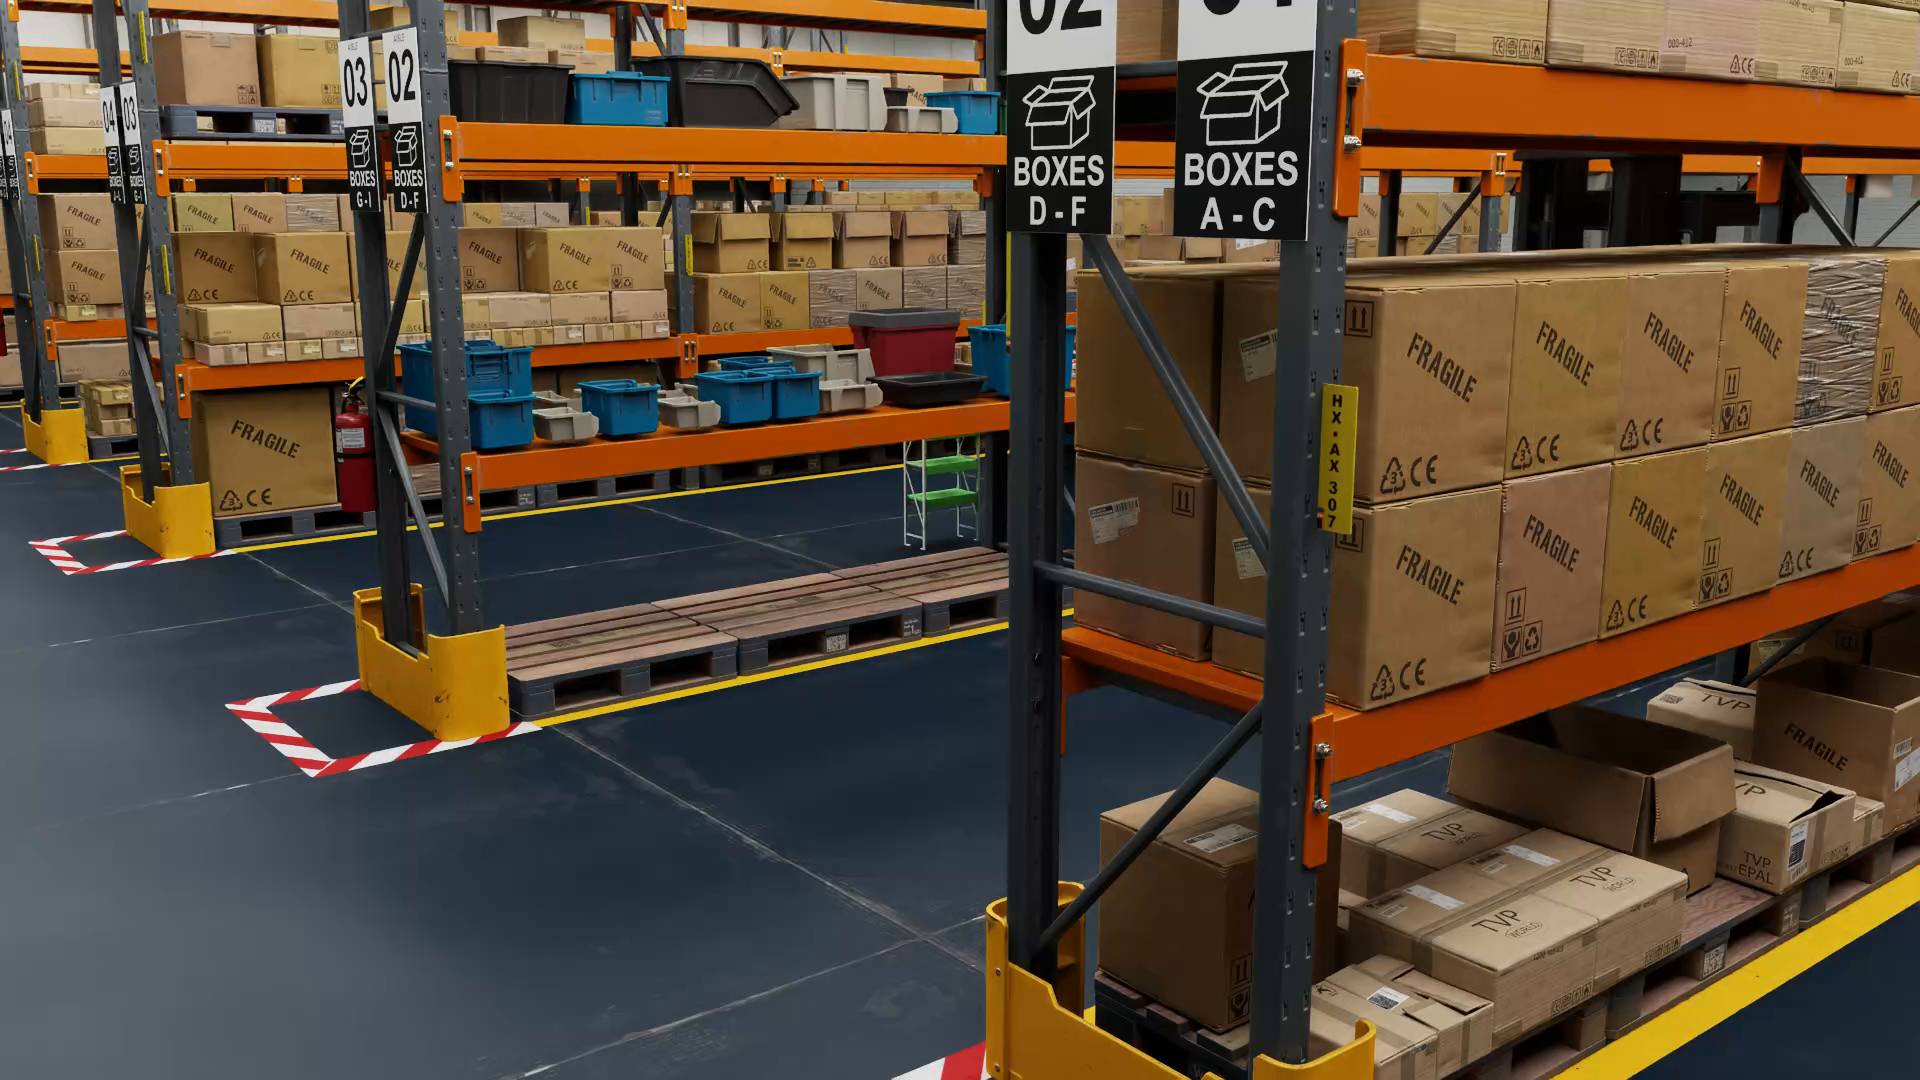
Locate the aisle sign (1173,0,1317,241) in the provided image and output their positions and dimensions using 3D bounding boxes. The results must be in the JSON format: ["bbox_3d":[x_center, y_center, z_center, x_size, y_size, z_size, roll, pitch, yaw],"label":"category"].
[{"bbox_3d":[0.619,-1.058,3.630,0.004,0.787,0.394,-9,15,-38],"label":"aisle sign"}]

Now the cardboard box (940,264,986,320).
[{"bbox_3d":[-0.073,-2.369,15.822,0.500,0.500,0.500,-10,15,-38],"label":"cardboard box"}]

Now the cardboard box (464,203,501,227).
[{"bbox_3d":[-6.669,-4.392,22.945,0.500,0.500,0.500,-9,15,-38],"label":"cardboard box"}]

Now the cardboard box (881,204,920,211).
[{"bbox_3d":[-0.920,-4.099,21.564,0.500,0.500,0.700,-10,15,-38],"label":"cardboard box"}]

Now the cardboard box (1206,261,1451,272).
[{"bbox_3d":[1.059,-0.549,4.843,0.500,0.500,0.500,-9,15,-36],"label":"cardboard box"}]

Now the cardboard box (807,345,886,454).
[{"bbox_3d":[-1.389,-1.337,15.309,0.875,0.875,1.225,-10,16,-40],"label":"cardboard box"}]

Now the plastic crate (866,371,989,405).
[{"bbox_3d":[-0.185,-0.871,9.529,0.590,0.125,0.437,-9,15,-38],"label":"plastic crate"}]

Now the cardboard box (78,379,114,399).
[{"bbox_3d":[-8.461,-1.479,16.293,0.250,0.149,0.380,-9,15,-37],"label":"cardboard box"}]

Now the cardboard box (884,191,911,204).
[{"bbox_3d":[-1.217,-5.443,27.177,0.500,0.500,0.700,-10,15,-39],"label":"cardboard box"}]

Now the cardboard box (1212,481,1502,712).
[{"bbox_3d":[1.000,0.094,4.225,0.500,0.500,0.500,-9,15,-36],"label":"cardboard box"}]

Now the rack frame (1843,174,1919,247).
[{"bbox_3d":[9.891,-2.723,17.729,0.127,3.000,1.000,-9,15,-38],"label":"rack frame"}]

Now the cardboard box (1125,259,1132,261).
[{"bbox_3d":[1.684,-2.888,17.819,0.258,0.266,0.396,-10,16,-39],"label":"cardboard box"}]

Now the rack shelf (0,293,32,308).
[{"bbox_3d":[-10.326,-2.965,20.601,4.000,0.370,1.077,-9,15,-38],"label":"rack shelf"}]

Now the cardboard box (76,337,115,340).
[{"bbox_3d":[-12.952,-3.148,24.738,0.500,0.500,0.700,-10,16,-40],"label":"cardboard box"}]

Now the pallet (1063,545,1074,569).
[{"bbox_3d":[1.149,0.105,11.125,1.213,0.211,1.003,-9,15,-38],"label":"pallet"}]

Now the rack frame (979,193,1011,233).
[{"bbox_3d":[0.550,-2.488,16.624,0.127,3.000,1.000,-9,15,-38],"label":"rack frame"}]

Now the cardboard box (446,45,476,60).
[{"bbox_3d":[-4.066,-3.514,12.743,0.500,0.500,0.700,-9,15,-35],"label":"cardboard box"}]

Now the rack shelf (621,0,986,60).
[{"bbox_3d":[-1.012,-4.615,14.895,4.000,0.370,1.077,-9,15,-38],"label":"rack shelf"}]

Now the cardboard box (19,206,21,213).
[{"bbox_3d":[-10.936,-3.679,19.587,0.500,0.500,0.500,-10,16,-39],"label":"cardboard box"}]

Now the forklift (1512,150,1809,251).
[{"bbox_3d":[3.963,-0.934,9.471,3.031,2.935,1.130,-5,13,-21],"label":"forklift"}]

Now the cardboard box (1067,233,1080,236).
[{"bbox_3d":[1.320,-4.559,23.415,0.550,0.550,0.875,-9,15,-38],"label":"cardboard box"}]

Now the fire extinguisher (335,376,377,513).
[{"bbox_3d":[-3.004,-0.480,8.253,0.183,0.674,0.296,-9,15,-38],"label":"fire extinguisher"}]

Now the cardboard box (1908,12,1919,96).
[{"bbox_3d":[3.002,-1.586,5.517,0.500,0.250,0.500,-9,15,-38],"label":"cardboard box"}]

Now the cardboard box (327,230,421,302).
[{"bbox_3d":[-4.362,-2.040,12.356,0.500,0.500,0.500,-10,16,-39],"label":"cardboard box"}]

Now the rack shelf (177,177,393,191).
[{"bbox_3d":[-10.306,-5.756,26.523,4.000,0.370,1.077,-9,15,-38],"label":"rack shelf"}]

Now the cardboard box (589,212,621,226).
[{"bbox_3d":[-5.145,-4.516,24.206,0.500,0.500,0.500,-10,16,-39],"label":"cardboard box"}]

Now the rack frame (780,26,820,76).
[{"bbox_3d":[-2.517,-7.549,26.014,0.127,3.000,1.000,-9,15,-38],"label":"rack frame"}]

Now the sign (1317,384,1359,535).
[{"bbox_3d":[0.828,-0.178,3.662,0.005,0.325,0.100,-9,15,-38],"label":"sign"}]

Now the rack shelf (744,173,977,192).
[{"bbox_3d":[-0.908,-4.680,21.459,4.000,0.370,1.077,-9,15,-38],"label":"rack shelf"}]

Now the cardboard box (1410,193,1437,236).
[{"bbox_3d":[5.347,-3.904,19.930,0.500,0.500,0.500,-9,15,-38],"label":"cardboard box"}]

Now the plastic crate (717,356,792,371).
[{"bbox_3d":[-1.159,-0.902,9.414,0.300,0.233,0.416,-9,15,-38],"label":"plastic crate"}]

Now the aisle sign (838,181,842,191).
[{"bbox_3d":[-2.263,-7.170,32.417,0.004,0.787,0.394,-9,15,-38],"label":"aisle sign"}]

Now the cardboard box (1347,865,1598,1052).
[{"bbox_3d":[1.481,1.198,4.827,0.500,0.250,0.500,-9,15,-38],"label":"cardboard box"}]

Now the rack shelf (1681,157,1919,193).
[{"bbox_3d":[8.329,-3.579,16.270,4.000,0.370,1.077,-9,15,-38],"label":"rack shelf"}]

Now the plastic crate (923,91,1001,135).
[{"bbox_3d":[0.009,-2.381,9.302,0.300,0.233,0.416,-9,15,-38],"label":"plastic crate"}]

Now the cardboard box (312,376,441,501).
[{"bbox_3d":[-4.536,-0.830,12.920,0.875,0.875,0.875,-9,15,-38],"label":"cardboard box"}]

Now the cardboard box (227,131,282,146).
[{"bbox_3d":[-6.988,-3.880,16.319,0.500,0.250,0.500,-10,15,-38],"label":"cardboard box"}]

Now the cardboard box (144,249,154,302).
[{"bbox_3d":[-7.791,-2.549,15.954,0.500,0.500,0.500,-9,15,-38],"label":"cardboard box"}]

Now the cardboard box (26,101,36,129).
[{"bbox_3d":[-8.516,-4.007,15.713,0.500,0.250,0.500,-10,16,-39],"label":"cardboard box"}]

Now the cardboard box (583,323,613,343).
[{"bbox_3d":[-3.008,-1.687,13.455,0.250,0.149,0.380,-10,15,-39],"label":"cardboard box"}]

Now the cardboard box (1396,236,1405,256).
[{"bbox_3d":[4.803,-3.390,19.916,0.500,0.500,0.875,-9,15,-38],"label":"cardboard box"}]

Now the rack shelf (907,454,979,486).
[{"bbox_3d":[-0.129,-0.503,11.916,0.480,0.148,0.258,-9,15,-38],"label":"rack shelf"}]

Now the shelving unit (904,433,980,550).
[{"bbox_3d":[-0.129,-0.565,11.903,0.503,1.200,0.258,-9,15,-38],"label":"shelving unit"}]

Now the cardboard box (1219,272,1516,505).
[{"bbox_3d":[1.000,-0.395,4.121,0.500,0.500,0.500,-9,15,-36],"label":"cardboard box"}]

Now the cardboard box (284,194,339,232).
[{"bbox_3d":[-6.600,-3.233,16.769,0.500,0.500,0.500,-9,15,-36],"label":"cardboard box"}]

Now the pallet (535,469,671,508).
[{"bbox_3d":[-3.216,-0.519,14.064,1.213,0.211,1.003,-9,15,-38],"label":"pallet"}]

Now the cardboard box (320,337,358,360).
[{"bbox_3d":[-4.611,-1.420,12.201,0.250,0.149,0.380,-10,15,-39],"label":"cardboard box"}]

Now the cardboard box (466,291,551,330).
[{"bbox_3d":[-3.555,-1.807,13.064,0.500,0.250,0.500,-9,15,-37],"label":"cardboard box"}]

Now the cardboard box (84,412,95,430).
[{"bbox_3d":[-8.436,-1.180,16.319,0.250,0.149,0.380,-9,15,-37],"label":"cardboard box"}]

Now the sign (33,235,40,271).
[{"bbox_3d":[-8.377,-2.603,15.081,0.005,0.325,0.100,-9,15,-38],"label":"sign"}]

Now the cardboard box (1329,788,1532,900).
[{"bbox_3d":[1.520,1.058,5.484,0.500,0.250,0.500,-9,15,-38],"label":"cardboard box"}]

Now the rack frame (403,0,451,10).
[{"bbox_3d":[-5.593,-5.721,17.407,0.127,3.000,1.000,-9,15,-38],"label":"rack frame"}]

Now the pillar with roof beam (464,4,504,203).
[{"bbox_3d":[-5.600,-7.452,25.556,0.400,9.000,9.100,-9,15,-38],"label":"pillar with roof beam"}]
